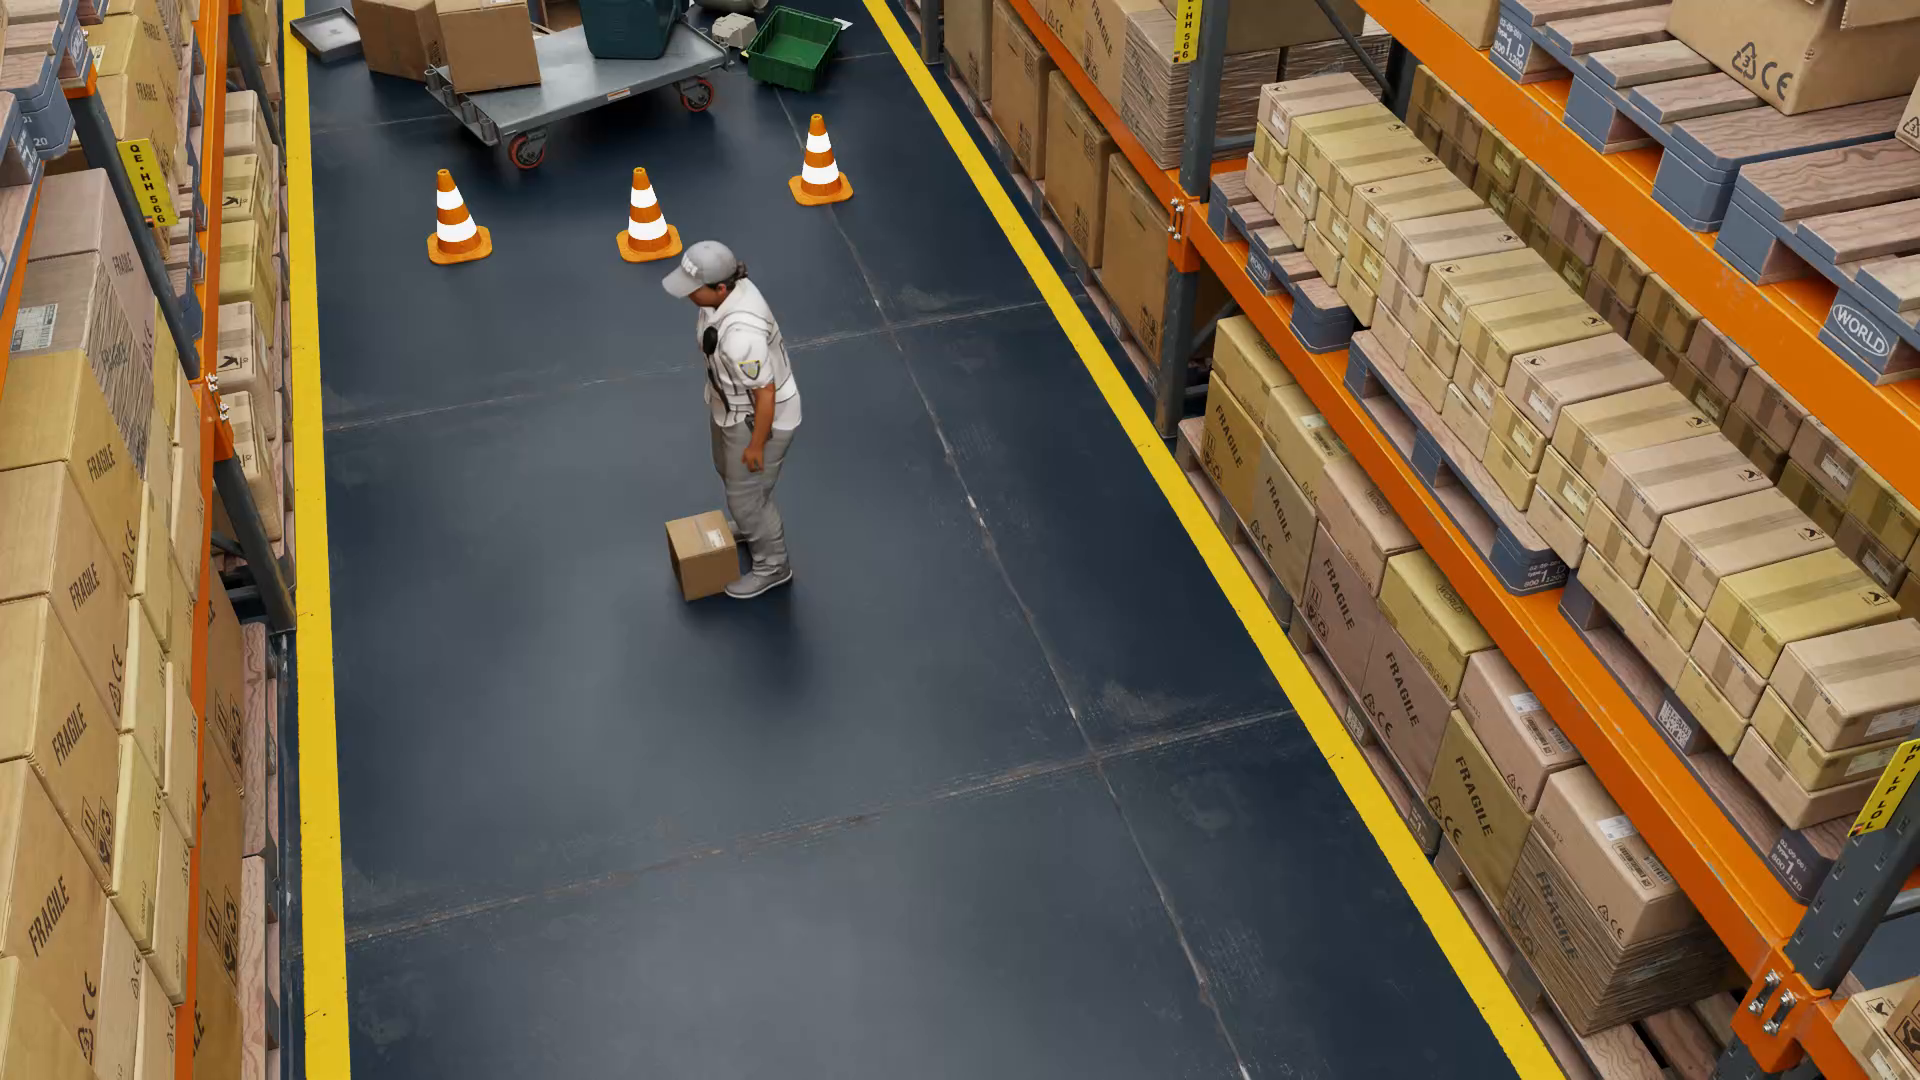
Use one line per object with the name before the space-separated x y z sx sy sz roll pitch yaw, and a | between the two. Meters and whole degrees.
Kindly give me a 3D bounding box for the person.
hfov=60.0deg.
person | 0.682 -16.777 21.260 18.326 6.001 40.210 -14 44 -15
